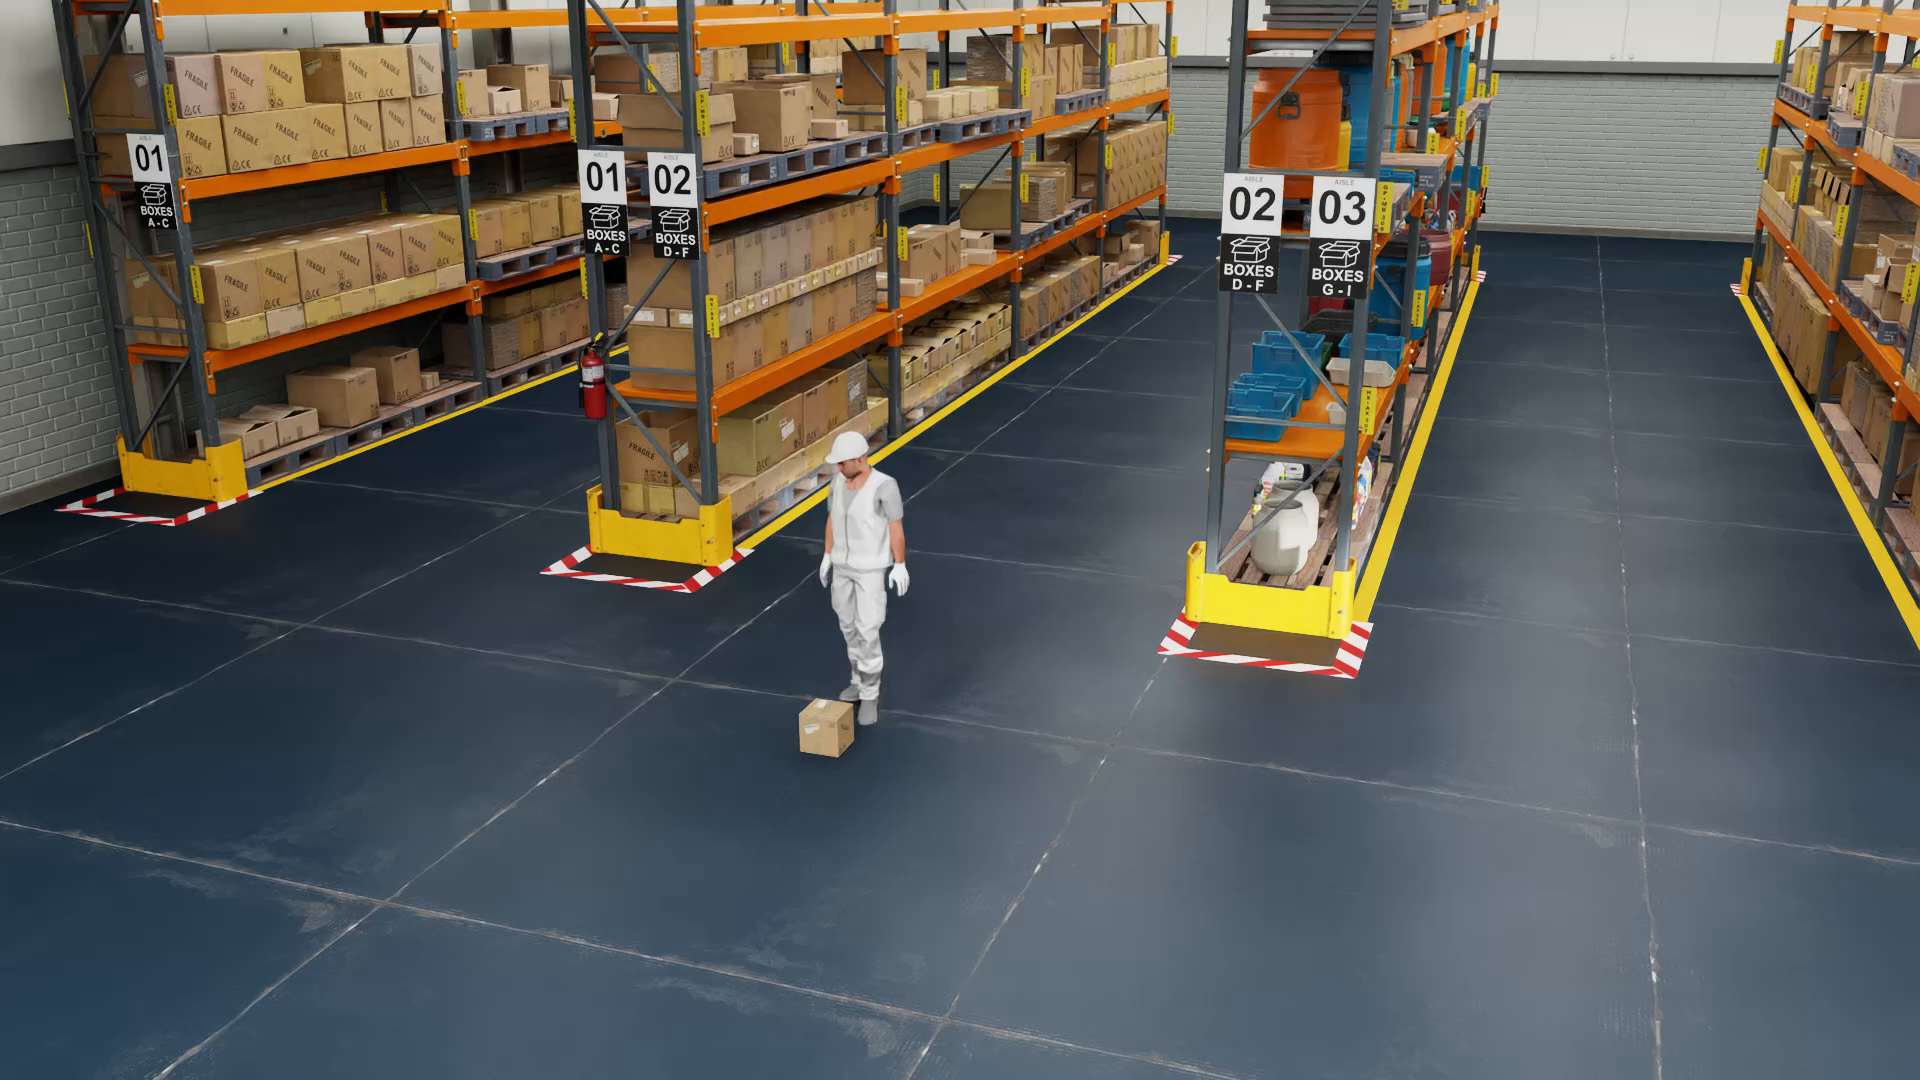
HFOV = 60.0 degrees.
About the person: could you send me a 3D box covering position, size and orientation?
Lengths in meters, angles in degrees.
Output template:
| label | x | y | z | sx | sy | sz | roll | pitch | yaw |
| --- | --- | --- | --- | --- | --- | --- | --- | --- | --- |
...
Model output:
| label | x | y | z | sx | sy | sz | roll | pitch | yaw |
| --- | --- | --- | --- | --- | --- | --- | --- | --- | --- |
| person | -0.657 | 0.223 | 10.378 | 0.595 | 1.834 | 0.460 | 12 | 22 | 32 |
